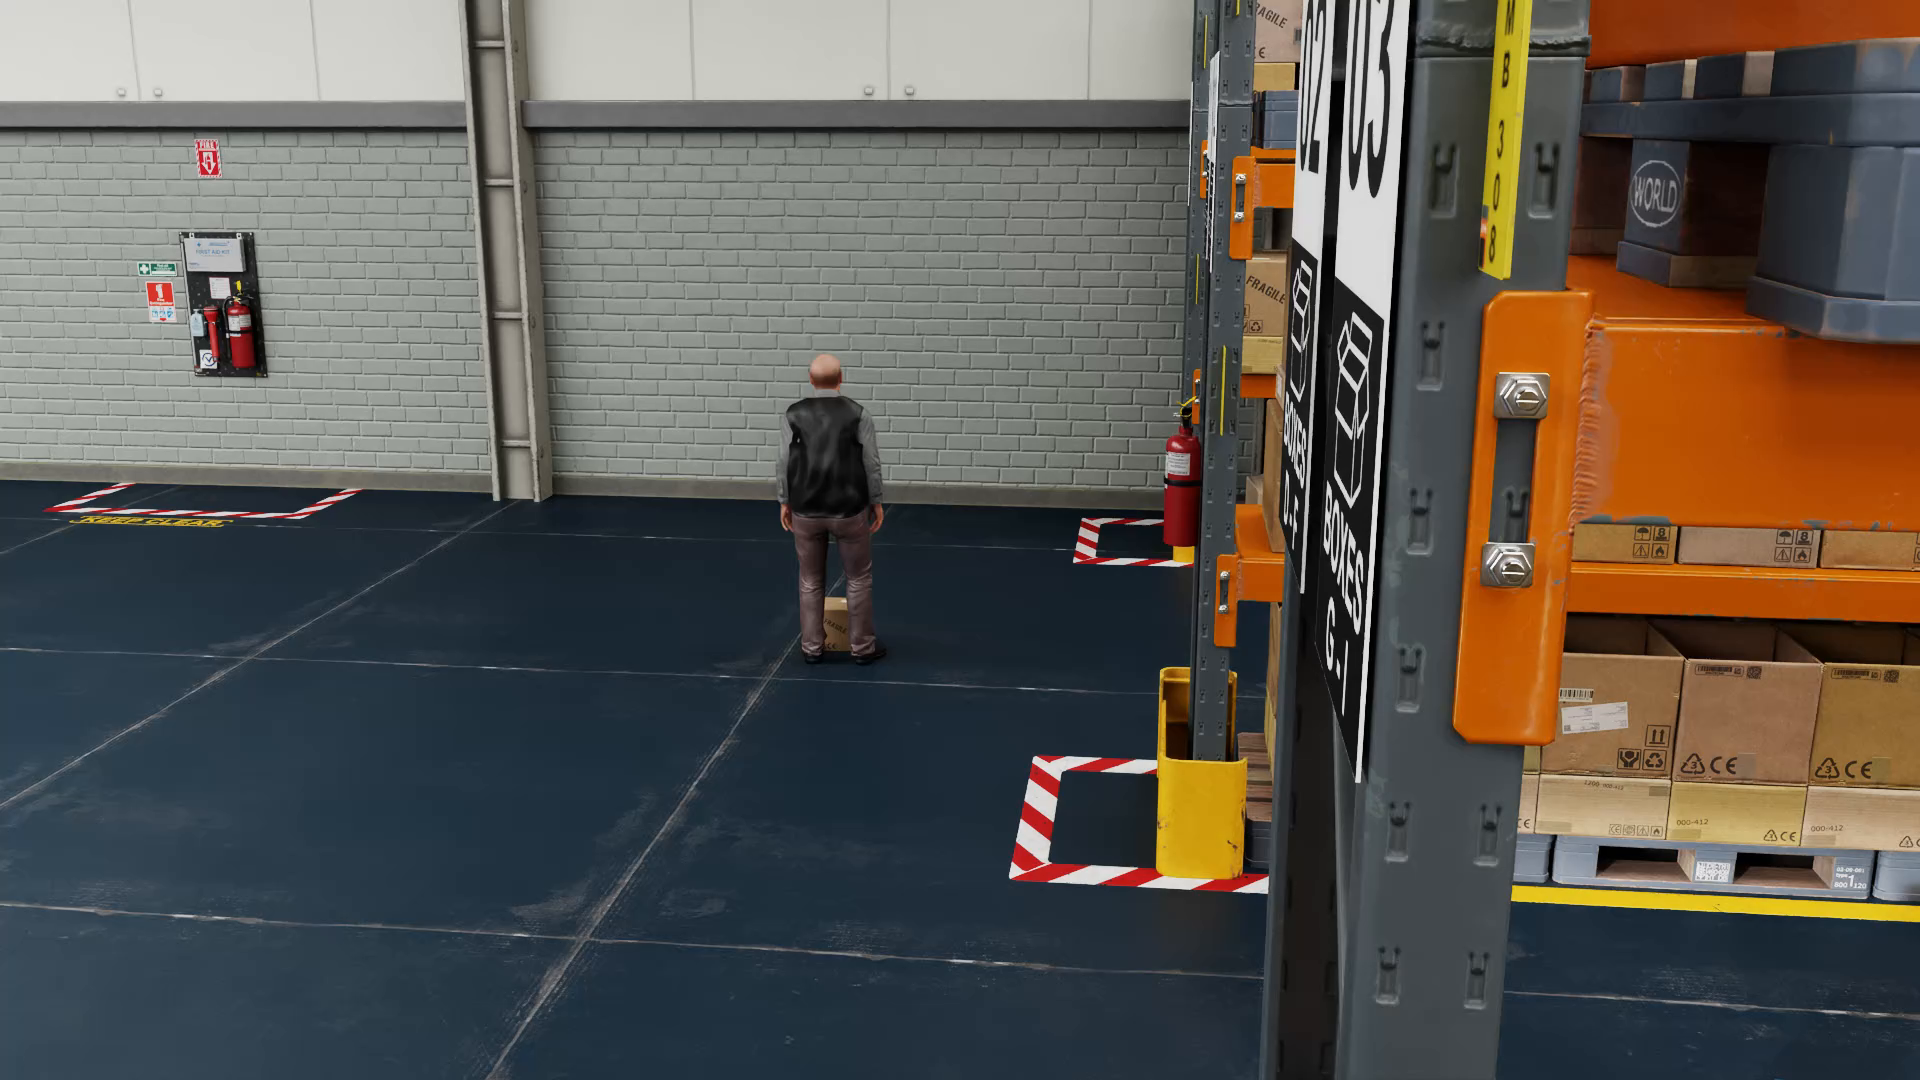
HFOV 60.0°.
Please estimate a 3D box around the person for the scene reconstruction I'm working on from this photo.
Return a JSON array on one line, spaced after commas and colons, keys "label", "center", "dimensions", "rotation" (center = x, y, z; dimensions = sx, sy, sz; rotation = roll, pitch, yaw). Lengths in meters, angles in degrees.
[{"label": "person", "center": [-0.718, -0.157, 9.174], "dimensions": [0.589, 1.721, 0.411], "rotation": [1, 14, 5]}]
